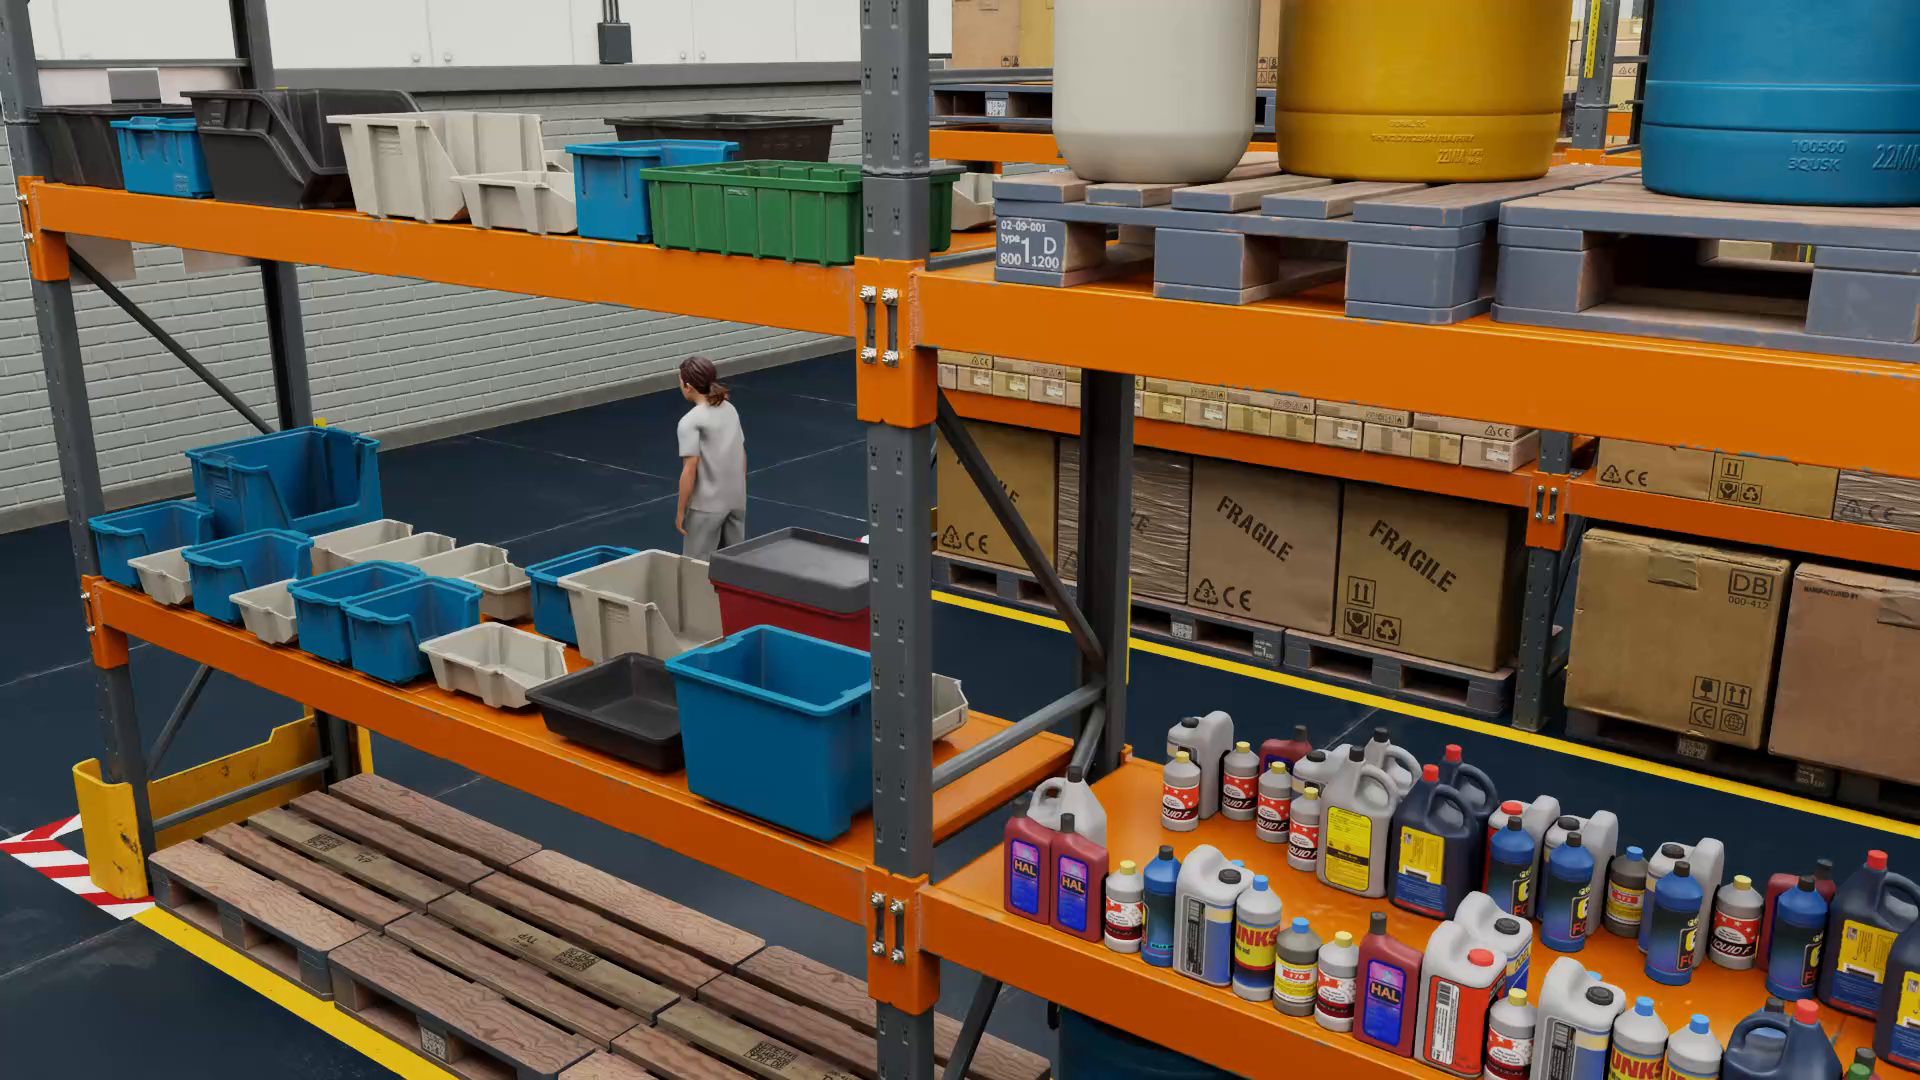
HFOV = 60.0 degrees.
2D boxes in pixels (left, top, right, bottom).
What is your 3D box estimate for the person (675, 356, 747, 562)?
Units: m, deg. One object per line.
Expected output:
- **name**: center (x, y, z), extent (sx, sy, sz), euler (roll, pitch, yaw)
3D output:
- **person**: center (-1.382, -0.187, 9.165), extent (0.403, 1.673, 0.488), euler (12, 20, 35)
